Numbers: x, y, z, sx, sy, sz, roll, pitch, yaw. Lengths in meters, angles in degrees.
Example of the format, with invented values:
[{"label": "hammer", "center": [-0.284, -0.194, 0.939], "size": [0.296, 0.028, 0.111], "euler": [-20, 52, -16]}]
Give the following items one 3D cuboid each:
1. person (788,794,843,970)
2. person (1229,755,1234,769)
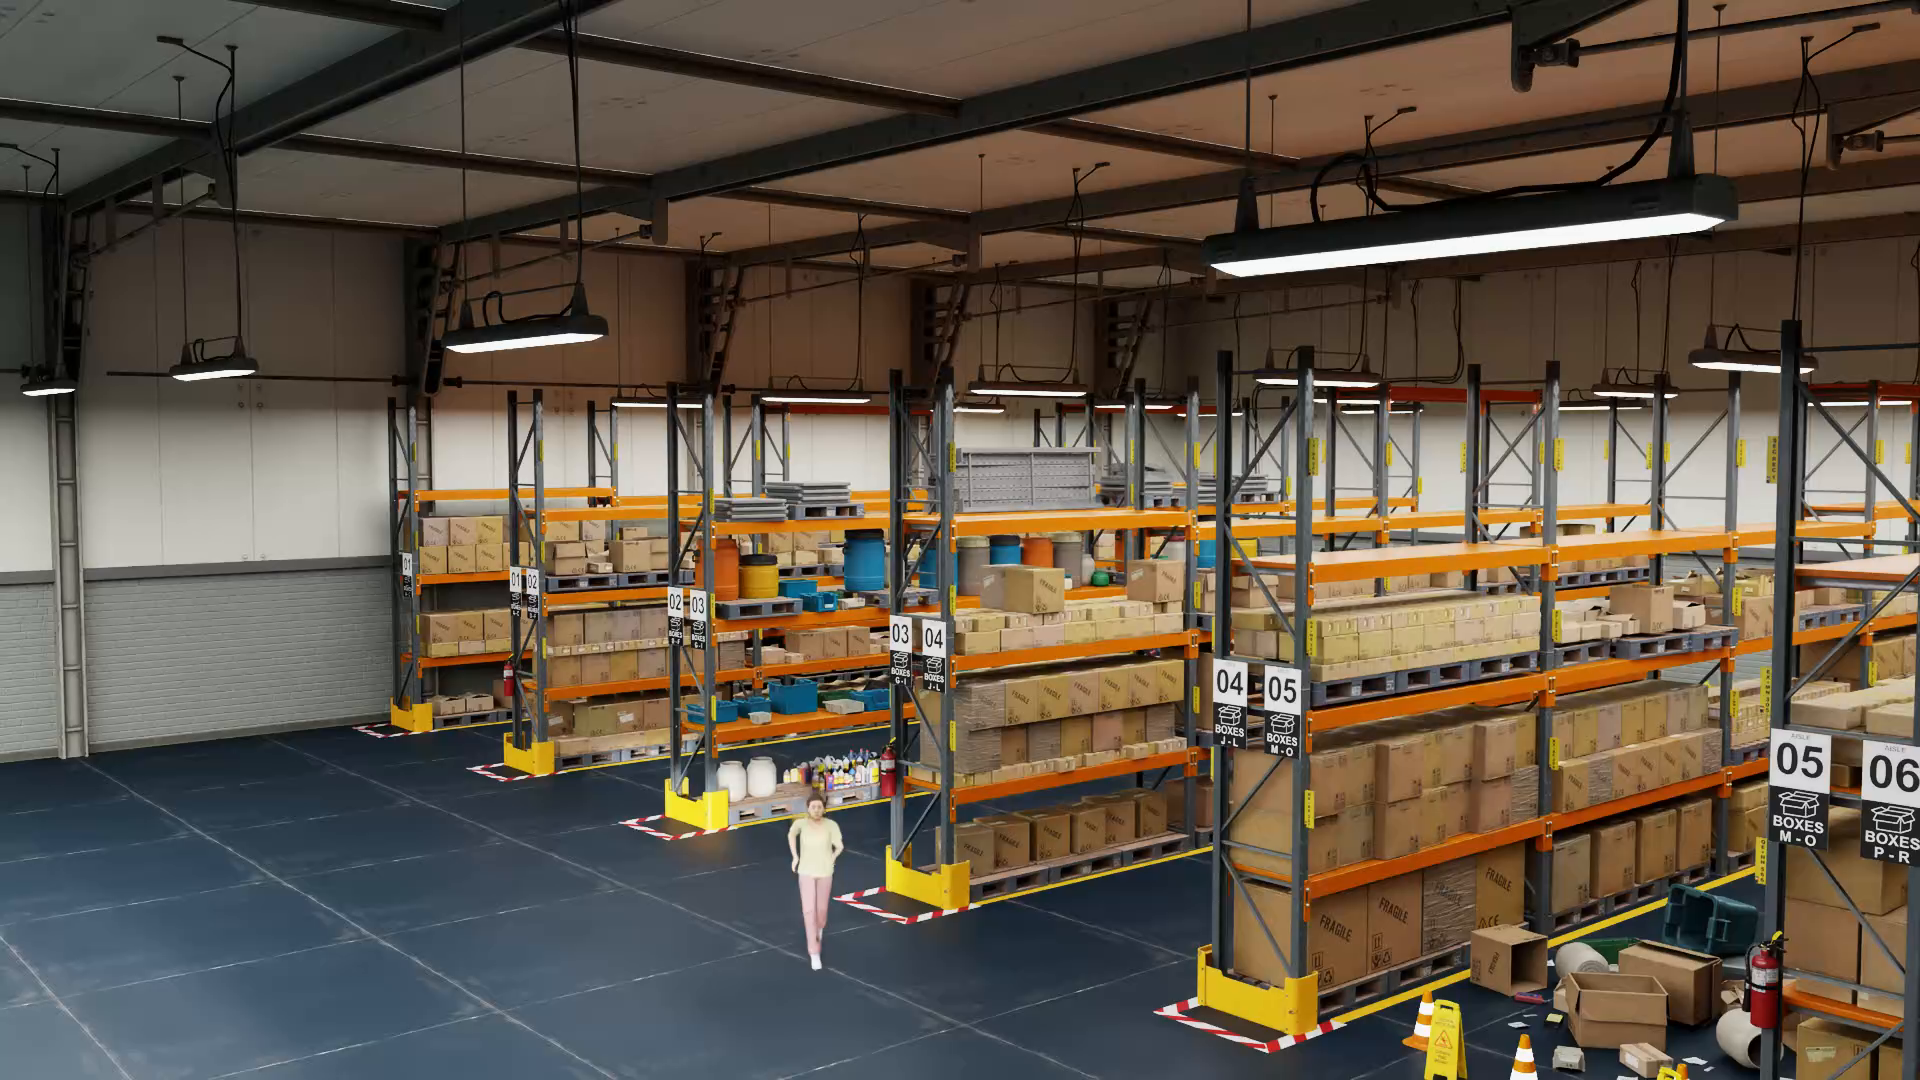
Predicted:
[{"label": "person", "center": [-1.446, 3.357, 16.703], "size": [0.545, 1.673, 0.957], "euler": [-1, 3, -9]}, {"label": "person", "center": [3.955, 2.800, 25.307], "size": [0.763, 1.727, 0.708], "euler": [-3, 4, -37]}]
